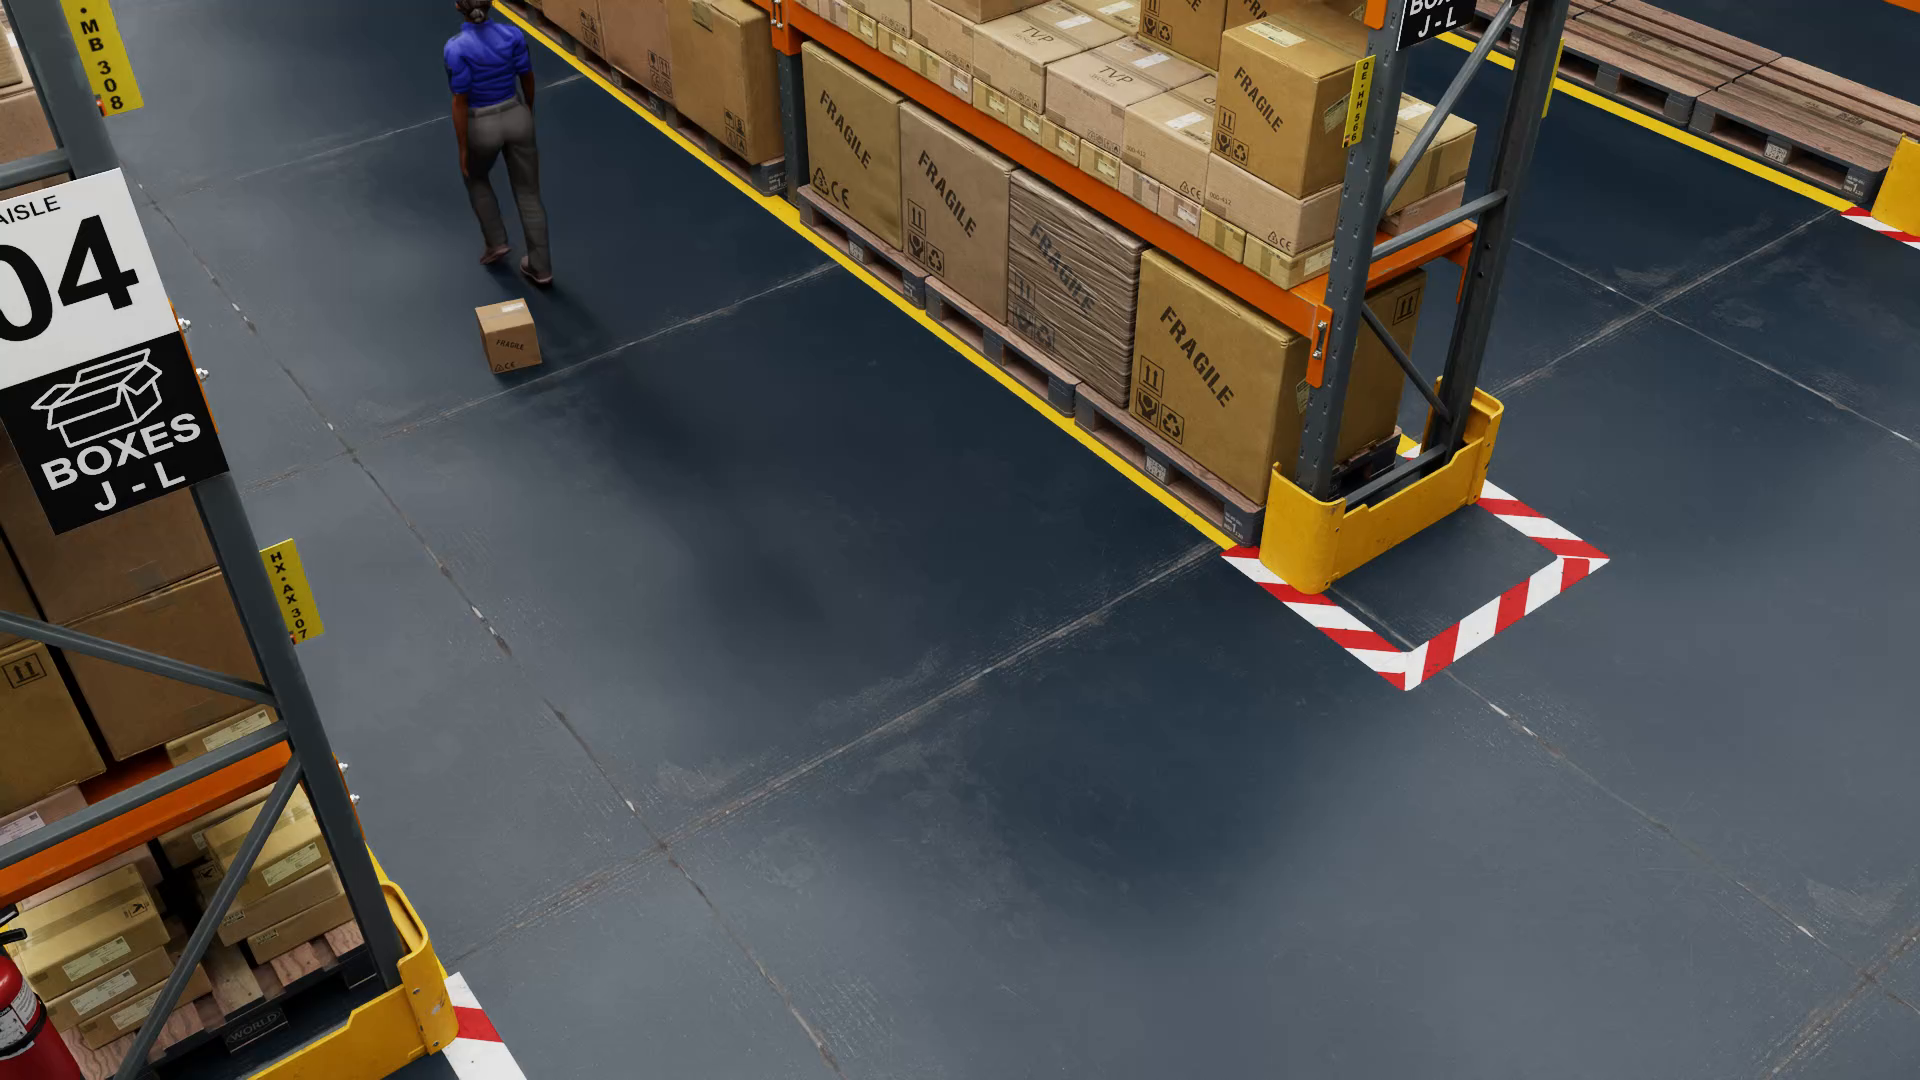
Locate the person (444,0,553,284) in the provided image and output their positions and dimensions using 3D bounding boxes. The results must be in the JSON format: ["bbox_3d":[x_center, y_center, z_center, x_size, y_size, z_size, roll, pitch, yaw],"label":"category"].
[{"bbox_3d":[-2.406,-2.104,8.643,0.496,1.718,0.565,-21,45,-23],"label":"person"}]
